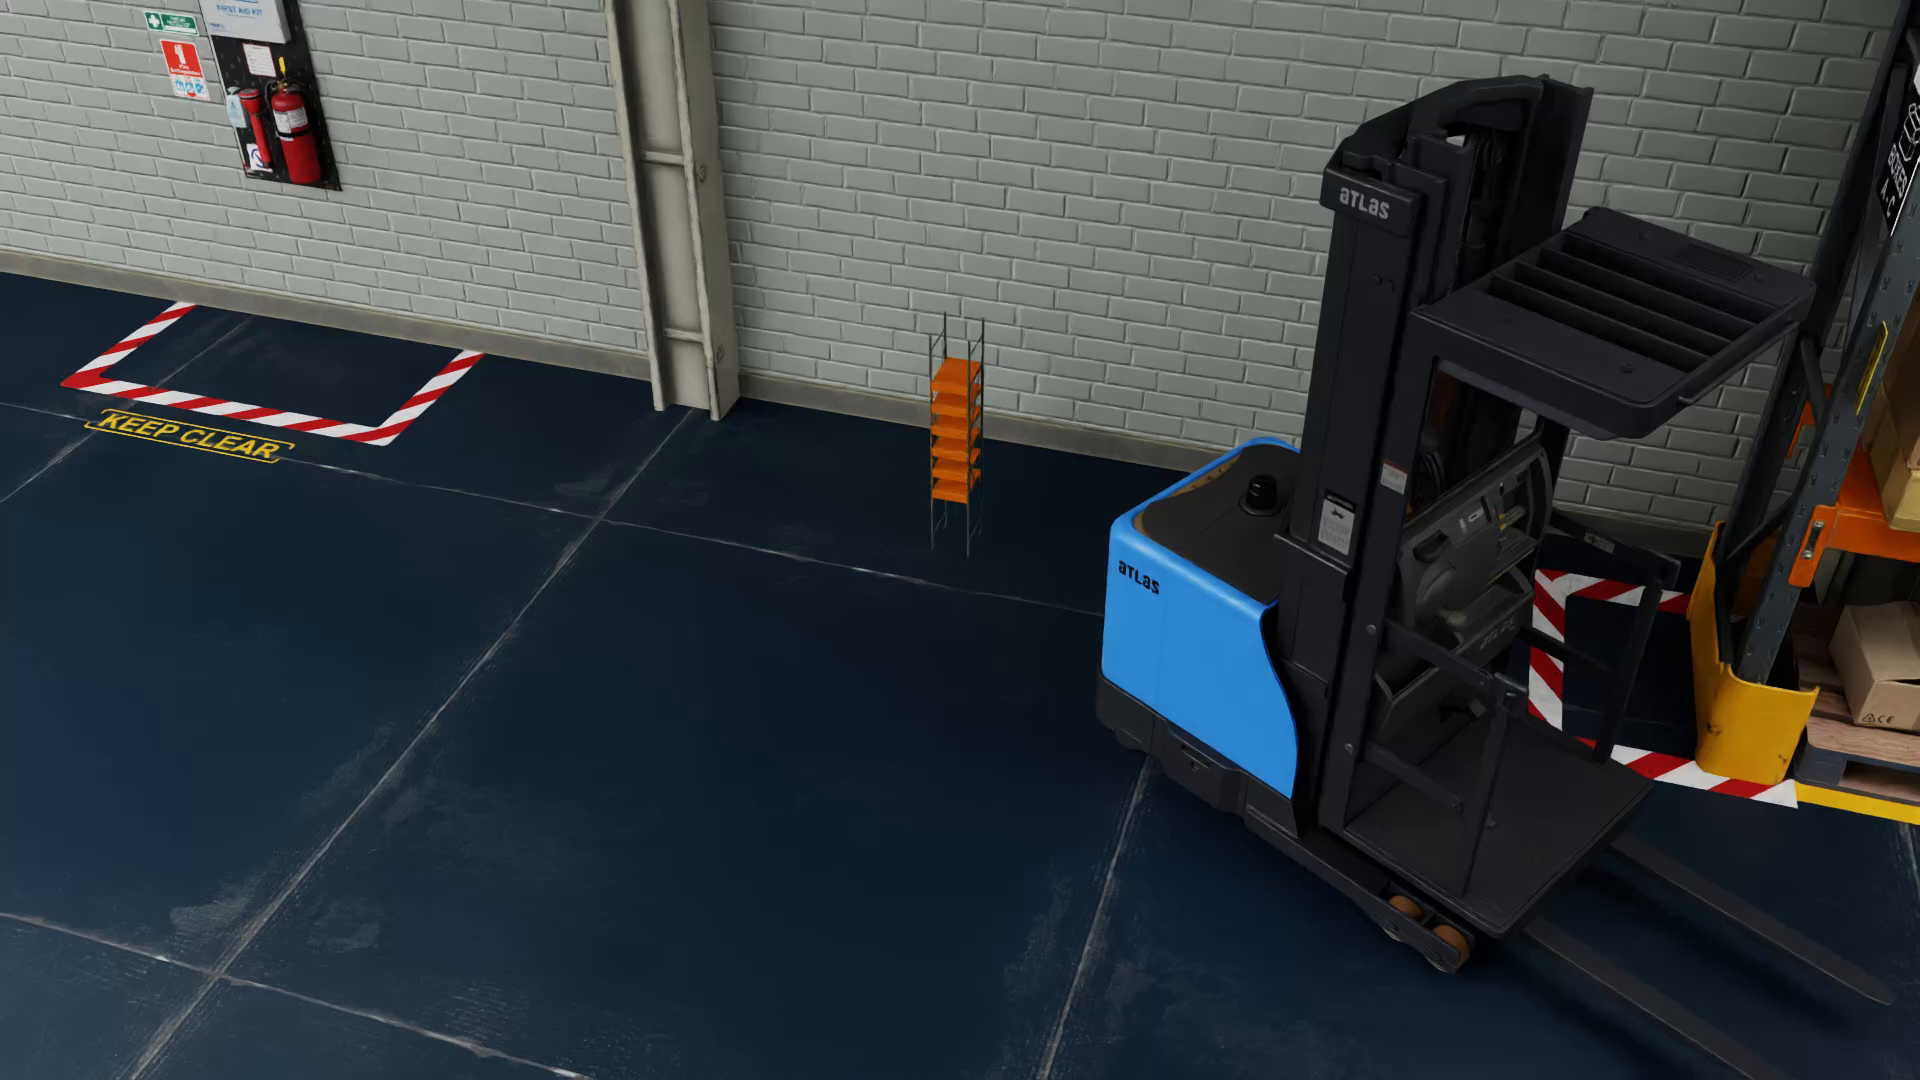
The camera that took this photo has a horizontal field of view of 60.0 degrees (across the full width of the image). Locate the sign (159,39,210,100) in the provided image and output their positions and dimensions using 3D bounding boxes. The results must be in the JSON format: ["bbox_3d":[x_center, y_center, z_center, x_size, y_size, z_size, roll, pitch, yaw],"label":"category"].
[{"bbox_3d":[-4.307,-2.613,9.240,0.234,0.329,0.001,10,38,14],"label":"sign"}]

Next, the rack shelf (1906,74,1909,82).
[{"bbox_3d":[5.247,-1.123,5.321,4.000,0.370,1.077,10,38,14],"label":"rack shelf"}]

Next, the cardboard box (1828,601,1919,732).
[{"bbox_3d":[3.972,0.521,6.909,0.500,0.311,0.500,6,37,9],"label":"cardboard box"}]

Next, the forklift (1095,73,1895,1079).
[{"bbox_3d":[1.951,0.054,5.704,1.130,2.935,3.031,-29,45,-33],"label":"forklift"}]

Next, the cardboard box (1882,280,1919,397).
[{"bbox_3d":[3.852,-0.845,6.344,0.500,0.500,0.500,10,38,13],"label":"cardboard box"}]

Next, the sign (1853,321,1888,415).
[{"bbox_3d":[3.177,-0.600,5.804,0.005,0.325,0.100,10,38,14],"label":"sign"}]

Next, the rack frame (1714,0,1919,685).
[{"bbox_3d":[3.338,-0.558,6.478,0.127,3.000,1.000,10,38,14],"label":"rack frame"}]

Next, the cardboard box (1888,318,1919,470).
[{"bbox_3d":[3.704,-0.553,5.948,0.500,0.500,0.500,11,38,14],"label":"cardboard box"}]

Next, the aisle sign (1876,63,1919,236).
[{"bbox_3d":[3.180,-1.448,5.494,0.004,0.787,0.394,10,38,14],"label":"aisle sign"}]

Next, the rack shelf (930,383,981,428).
[{"bbox_3d":[-0.014,-0.643,7.782,0.180,0.103,0.258,10,38,14],"label":"rack shelf"}]

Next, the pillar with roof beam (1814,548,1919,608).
[{"bbox_3d":[2.981,-0.904,1.887,0.400,9.000,9.100,10,38,14],"label":"pillar with roof beam"}]

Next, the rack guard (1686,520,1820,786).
[{"bbox_3d":[3.411,0.462,7.200,0.348,0.500,1.175,10,38,14],"label":"rack guard"}]

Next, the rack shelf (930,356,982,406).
[{"bbox_3d":[-0.014,-0.740,7.711,0.180,0.103,0.258,10,38,14],"label":"rack shelf"}]

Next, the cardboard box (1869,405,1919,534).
[{"bbox_3d":[3.709,-0.240,6.155,0.500,0.250,0.500,9,37,13],"label":"cardboard box"}]

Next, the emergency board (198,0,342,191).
[{"bbox_3d":[-3.810,-2.443,9.038,0.643,1.169,0.194,10,38,14],"label":"emergency board"}]

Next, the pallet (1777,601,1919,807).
[{"bbox_3d":[4.176,0.742,7.064,1.213,0.211,1.003,10,38,14],"label":"pallet"}]

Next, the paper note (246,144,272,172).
[{"bbox_3d":[-3.958,-2.158,9.395,0.142,0.148,0.016,10,38,14],"label":"paper note"}]

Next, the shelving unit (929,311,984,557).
[{"bbox_3d":[-0.014,-0.486,7.898,0.189,1.200,0.258,10,38,14],"label":"shelving unit"}]

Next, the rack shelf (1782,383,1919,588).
[{"bbox_3d":[5.247,0.085,6.211,4.000,0.370,1.077,10,38,14],"label":"rack shelf"}]

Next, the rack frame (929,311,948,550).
[{"bbox_3d":[-0.101,-0.502,7.920,0.006,1.200,0.240,10,38,14],"label":"rack frame"}]

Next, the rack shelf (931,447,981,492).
[{"bbox_3d":[-0.014,-0.353,7.995,0.180,0.103,0.258,10,38,14],"label":"rack shelf"}]

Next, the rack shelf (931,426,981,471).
[{"bbox_3d":[-0.014,-0.450,7.924,0.180,0.103,0.258,10,38,14],"label":"rack shelf"}]

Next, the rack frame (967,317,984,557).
[{"bbox_3d":[0.074,-0.470,7.876,0.006,1.200,0.240,10,38,14],"label":"rack frame"}]

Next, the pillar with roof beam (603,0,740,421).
[{"bbox_3d":[-2.746,-1.965,3.328,0.400,9.000,9.100,10,38,14],"label":"pillar with roof beam"}]

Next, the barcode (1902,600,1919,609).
[{"bbox_3d":[4.108,0.294,7.209,0.075,0.075,0.001,10,38,14],"label":"barcode"}]

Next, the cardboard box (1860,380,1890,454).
[{"bbox_3d":[3.842,-0.533,6.553,0.500,0.250,0.500,11,38,15],"label":"cardboard box"}]

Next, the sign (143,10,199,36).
[{"bbox_3d":[-4.305,-2.821,9.075,0.331,0.109,0.001,10,38,14],"label":"sign"}]

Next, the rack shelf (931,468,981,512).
[{"bbox_3d":[-0.014,-0.257,8.066,0.180,0.103,0.258,10,38,14],"label":"rack shelf"}]

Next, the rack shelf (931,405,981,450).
[{"bbox_3d":[-0.014,-0.547,7.853,0.180,0.103,0.258,10,38,14],"label":"rack shelf"}]
